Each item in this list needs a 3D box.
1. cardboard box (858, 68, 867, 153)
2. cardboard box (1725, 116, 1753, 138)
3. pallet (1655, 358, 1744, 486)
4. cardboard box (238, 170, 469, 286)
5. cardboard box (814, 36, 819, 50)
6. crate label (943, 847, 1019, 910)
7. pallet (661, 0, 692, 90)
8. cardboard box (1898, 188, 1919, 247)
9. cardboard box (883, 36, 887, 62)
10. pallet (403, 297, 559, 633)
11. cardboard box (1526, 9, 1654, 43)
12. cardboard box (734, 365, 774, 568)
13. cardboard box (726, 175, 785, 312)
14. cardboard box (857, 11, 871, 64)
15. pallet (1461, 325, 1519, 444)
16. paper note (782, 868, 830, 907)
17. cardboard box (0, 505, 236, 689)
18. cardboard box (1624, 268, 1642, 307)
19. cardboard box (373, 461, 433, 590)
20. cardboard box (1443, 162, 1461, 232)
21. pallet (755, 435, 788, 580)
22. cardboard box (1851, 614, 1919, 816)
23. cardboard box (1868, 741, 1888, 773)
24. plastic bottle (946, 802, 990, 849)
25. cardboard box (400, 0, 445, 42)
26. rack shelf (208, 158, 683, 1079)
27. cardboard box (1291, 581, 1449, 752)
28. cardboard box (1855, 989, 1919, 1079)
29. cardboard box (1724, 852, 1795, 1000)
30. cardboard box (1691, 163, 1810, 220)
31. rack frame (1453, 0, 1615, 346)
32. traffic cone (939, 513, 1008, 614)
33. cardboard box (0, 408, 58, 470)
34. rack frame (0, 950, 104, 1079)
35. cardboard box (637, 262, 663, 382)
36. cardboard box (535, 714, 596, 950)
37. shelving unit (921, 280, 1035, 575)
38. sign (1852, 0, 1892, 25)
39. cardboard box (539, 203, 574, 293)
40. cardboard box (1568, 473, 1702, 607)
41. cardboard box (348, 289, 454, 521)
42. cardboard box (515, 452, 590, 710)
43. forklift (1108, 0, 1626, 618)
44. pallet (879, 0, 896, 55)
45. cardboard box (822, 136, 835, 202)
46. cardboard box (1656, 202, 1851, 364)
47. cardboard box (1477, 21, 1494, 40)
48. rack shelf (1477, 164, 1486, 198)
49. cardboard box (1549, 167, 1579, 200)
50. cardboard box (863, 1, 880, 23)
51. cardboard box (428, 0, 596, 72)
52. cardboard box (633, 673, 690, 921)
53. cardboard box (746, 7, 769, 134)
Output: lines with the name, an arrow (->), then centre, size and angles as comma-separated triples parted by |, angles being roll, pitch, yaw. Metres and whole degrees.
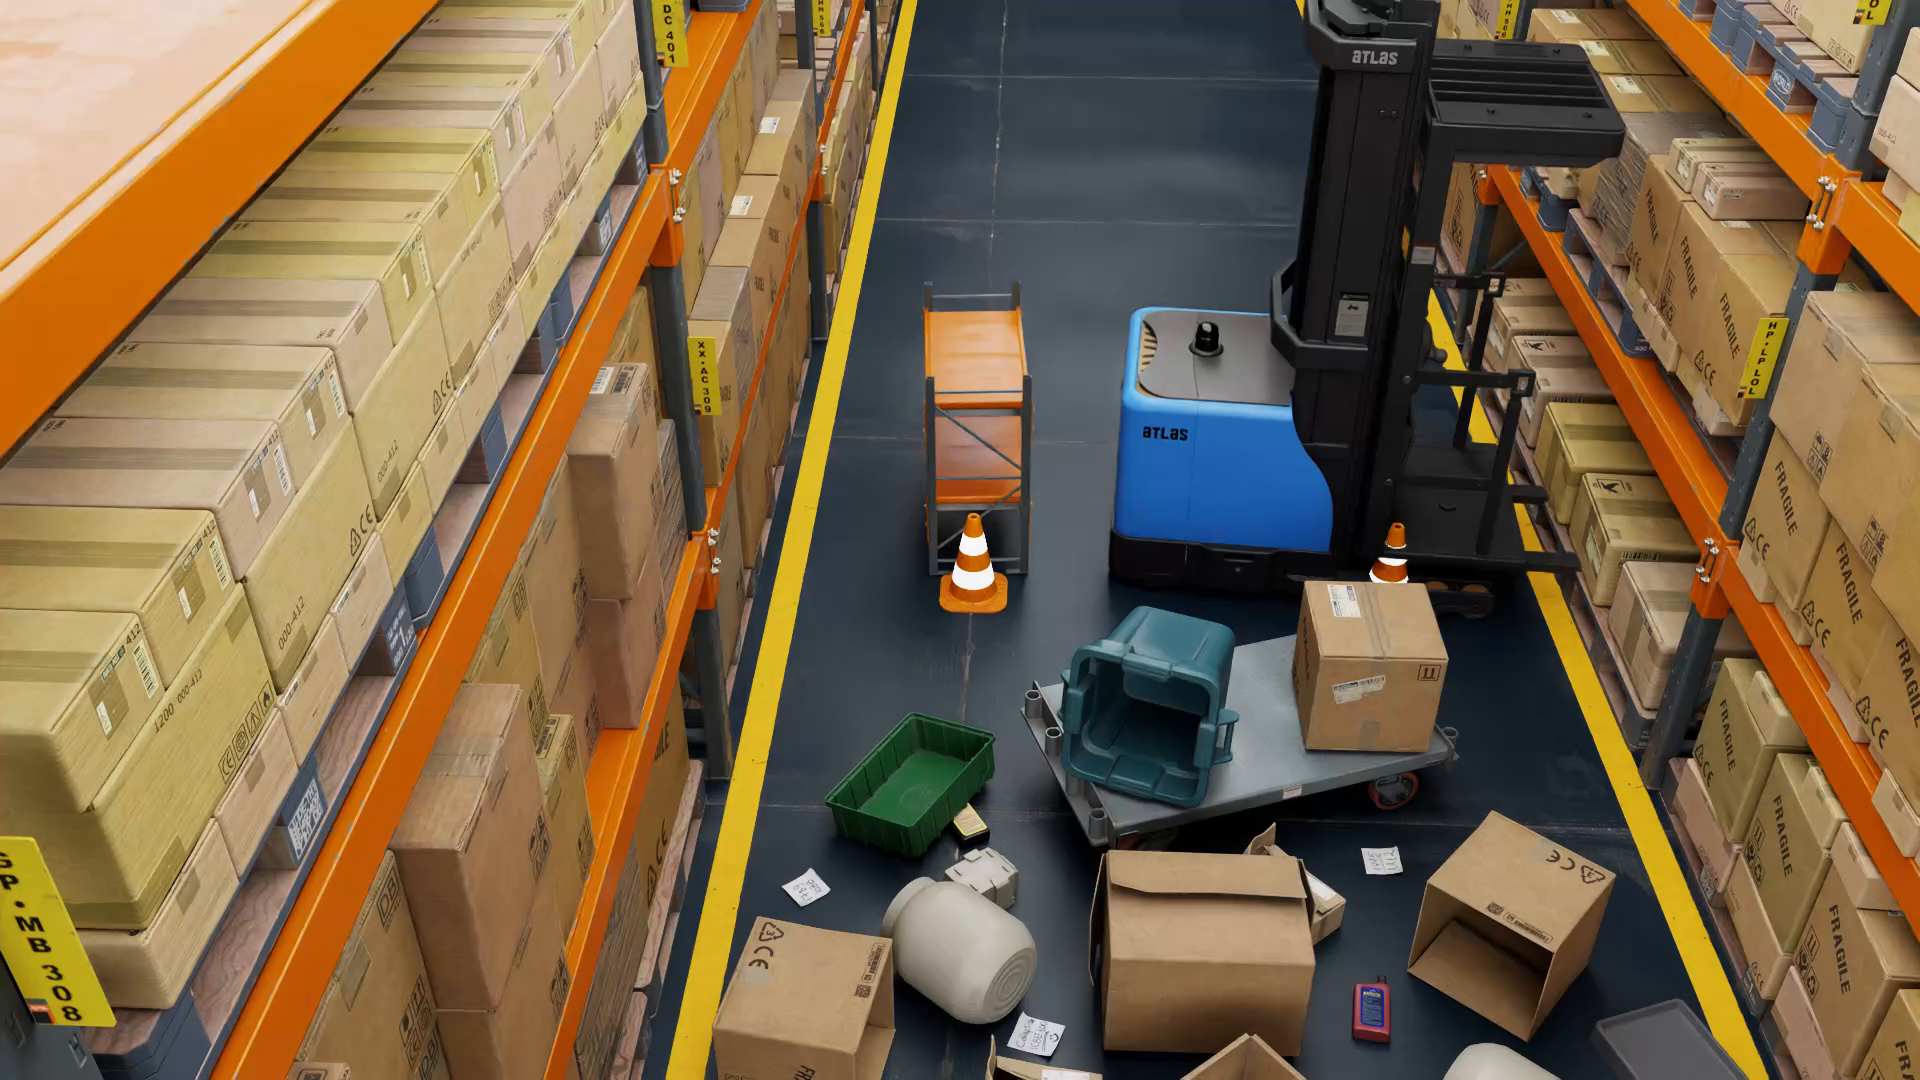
cardboard box -> -0.972, -3.246, 12.515 | 0.500, 0.500, 0.500 | 1, 35, 1
cardboard box -> 3.824, -1.634, 7.702 | 0.500, 0.500, 0.500 | 0, 35, 0
pallet -> 3.632, -0.528, 7.005 | 1.003, 0.211, 1.213 | 1, 35, 2
cardboard box -> -1.261, -0.654, 3.481 | 0.380, 0.149, 0.250 | 2, 35, 3
cardboard box -> -1.093, -3.155, 10.430 | 0.380, 0.149, 0.250 | 3, 35, 4
crate label -> 0.080, 1.366, 6.633 | 0.298, 0.136, 0.250 | -24, 42, -30
pallet -> -1.507, -1.903, 6.353 | 0.805, 0.209, 1.217 | 0, 35, 0
cardboard box -> 3.129, -0.972, 5.080 | 0.380, 0.149, 0.250 | 1, 35, 2
cardboard box -> -0.827, -4.183, 14.153 | 0.380, 0.149, 0.250 | 2, 35, 3
pallet -> -1.589, -0.249, 3.909 | 1.003, 0.211, 1.213 | 1, 35, 2
cardboard box -> 3.367, -2.550, 9.004 | 0.500, 0.500, 0.500 | 0, 35, 1
cardboard box -> -1.517, -0.391, 8.235 | 1.050, 0.750, 0.750 | 1, 35, 2
cardboard box -> -1.141, -1.432, 8.038 | 0.500, 0.500, 0.500 | 2, 35, 3
cardboard box -> -0.950, -3.845, 12.715 | 0.500, 0.250, 0.500 | 0, 35, 1
pallet -> 3.584, -0.879, 9.762 | 1.003, 0.211, 1.213 | 1, 35, 2
paper note -> -0.616, 1.395, 6.684 | 0.147, 0.020, 0.142 | -24, 42, -30
cardboard box -> -1.312, 0.080, 2.438 | 0.380, 0.149, 0.250 | 2, 35, 2
cardboard box -> 3.256, -1.127, 7.544 | 0.380, 0.149, 0.250 | 1, 35, 2
cardboard box -> -1.281, -0.035, 3.295 | 0.380, 0.149, 0.250 | 1, 35, 2
cardboard box -> 3.767, -2.678, 11.381 | 0.875, 0.875, 0.875 | 2, 35, 2
pallet -> -1.492, -0.234, 8.845 | 1.003, 0.211, 1.213 | 1, 35, 2
cardboard box -> 3.130, 0.490, 5.043 | 0.500, 0.500, 0.500 | 1, 35, 1
cardboard box -> 3.160, 0.701, 5.308 | 0.380, 0.149, 0.250 | 1, 35, 2
plastic bottle -> 0.003, 1.169, 6.979 | 0.133, 0.061, 0.283 | -17, 38, -22
cardboard box -> -1.794, -1.453, 4.965 | 0.500, 0.250, 0.500 | 2, 35, 2
rack shelf -> -1.575, -0.011, 4.119 | 1.077, 0.370, 4.000 | 1, 35, 2
cardboard box -> 1.676, 0.519, 6.864 | 0.500, 0.500, 0.500 | 1, 35, 2
cardboard box -> 3.112, 1.718, 5.016 | 0.500, 0.500, 0.500 | 1, 35, 1
cardboard box -> 3.152, 1.422, 6.089 | 0.500, 0.250, 0.500 | 3, 35, 5
cardboard box -> 3.263, -1.437, 6.857 | 0.380, 0.149, 0.250 | 0, 35, 1
rack frame -> 3.616, -2.469, 9.599 | 1.000, 3.000, 0.127 | 1, 35, 2
traffic cone -> 0.068, 0.076, 8.186 | 0.336, 0.463, 0.334 | 1, 35, 2
cardboard box -> -1.894, -0.004, 2.903 | 0.500, 0.250, 0.500 | 1, 35, 2
rack frame -> -1.658, -0.383, 1.415 | 0.949, 2.616, 0.053 | 1, 35, 2
cardboard box -> -1.480, -0.962, 6.499 | 0.700, 0.500, 0.500 | 1, 35, 1
cardboard box -> -1.557, 0.855, 4.740 | 0.875, 0.550, 0.500 | 1, 35, 2
shelving unit -> 0.079, -0.586, 8.537 | 0.538, 1.125, 1.048 | -1, 34, -1
sign -> 2.901, -1.781, 5.220 | 0.100, 0.325, 0.005 | 1, 35, 2
cardboard box -> -1.230, -0.764, 4.331 | 0.380, 0.149, 0.250 | 2, 35, 3
cardboard box -> 3.500, 0.018, 7.981 | 0.950, 0.372, 0.625 | 3, 35, 5
cardboard box -> -1.340, -0.282, 3.299 | 0.500, 0.250, 0.500 | 1, 35, 2
cardboard box -> -1.608, 0.107, 4.865 | 0.875, 0.550, 0.550 | 1, 35, 2
forklift -> 2.305, -1.142, 7.771 | 3.031, 2.935, 1.130 | 4, 35, 6
pallet -> -1.135, -4.772, 15.301 | 1.003, 0.211, 1.213 | 1, 35, 2
cardboard box -> -1.064, -2.371, 10.618 | 0.500, 0.250, 0.500 | 0, 35, 0
cardboard box -> 3.264, -1.060, 6.885 | 0.500, 0.500, 0.500 | 2, 35, 2
cardboard box -> 3.382, -2.896, 9.903 | 0.500, 0.250, 0.500 | 1, 35, 2
rack shelf -> 3.697, -3.323, 11.441 | 1.077, 0.370, 4.000 | 1, 35, 2
cardboard box -> 3.284, -1.880, 8.615 | 0.380, 0.149, 0.250 | 2, 35, 2
cardboard box -> -0.882, -4.422, 13.975 | 0.380, 0.149, 0.250 | 3, 35, 4
cardboard box -> -1.211, -1.383, 4.519 | 0.380, 0.149, 0.250 | 1, 35, 2
cardboard box -> -1.589, 0.831, 6.388 | 0.875, 0.875, 0.875 | 2, 35, 3
cardboard box -> -1.381, -2.426, 8.583 | 0.700, 0.500, 0.500 | 1, 35, 1
